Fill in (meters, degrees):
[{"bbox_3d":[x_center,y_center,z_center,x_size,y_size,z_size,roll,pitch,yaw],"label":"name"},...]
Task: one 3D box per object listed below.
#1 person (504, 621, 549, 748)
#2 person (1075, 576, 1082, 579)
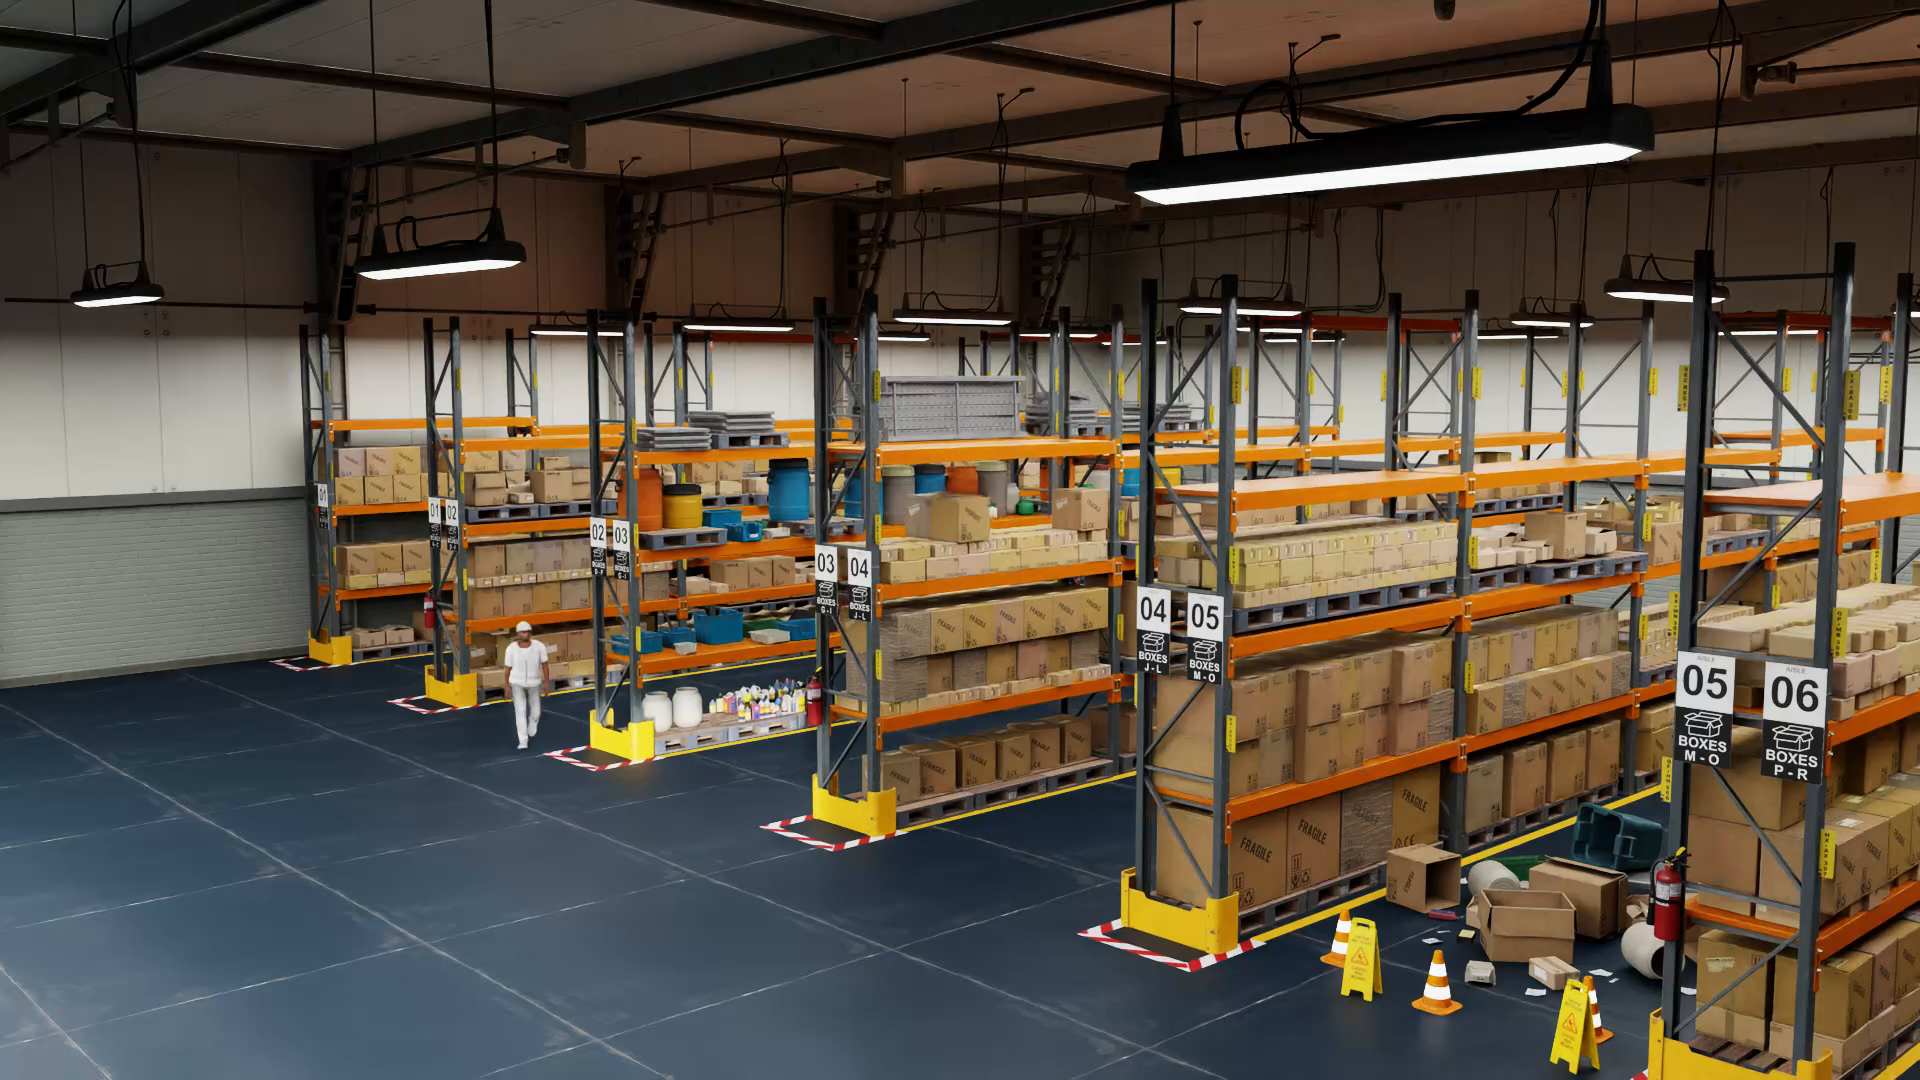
[{"bbox_3d":[-5.995,1.976,23.005,0.601,1.734,0.806,-2,6,-17],"label":"person"},{"bbox_3d":[2.616,0.493,38.953,0.768,1.457,0.422,-6,8,-44],"label":"person"}]
